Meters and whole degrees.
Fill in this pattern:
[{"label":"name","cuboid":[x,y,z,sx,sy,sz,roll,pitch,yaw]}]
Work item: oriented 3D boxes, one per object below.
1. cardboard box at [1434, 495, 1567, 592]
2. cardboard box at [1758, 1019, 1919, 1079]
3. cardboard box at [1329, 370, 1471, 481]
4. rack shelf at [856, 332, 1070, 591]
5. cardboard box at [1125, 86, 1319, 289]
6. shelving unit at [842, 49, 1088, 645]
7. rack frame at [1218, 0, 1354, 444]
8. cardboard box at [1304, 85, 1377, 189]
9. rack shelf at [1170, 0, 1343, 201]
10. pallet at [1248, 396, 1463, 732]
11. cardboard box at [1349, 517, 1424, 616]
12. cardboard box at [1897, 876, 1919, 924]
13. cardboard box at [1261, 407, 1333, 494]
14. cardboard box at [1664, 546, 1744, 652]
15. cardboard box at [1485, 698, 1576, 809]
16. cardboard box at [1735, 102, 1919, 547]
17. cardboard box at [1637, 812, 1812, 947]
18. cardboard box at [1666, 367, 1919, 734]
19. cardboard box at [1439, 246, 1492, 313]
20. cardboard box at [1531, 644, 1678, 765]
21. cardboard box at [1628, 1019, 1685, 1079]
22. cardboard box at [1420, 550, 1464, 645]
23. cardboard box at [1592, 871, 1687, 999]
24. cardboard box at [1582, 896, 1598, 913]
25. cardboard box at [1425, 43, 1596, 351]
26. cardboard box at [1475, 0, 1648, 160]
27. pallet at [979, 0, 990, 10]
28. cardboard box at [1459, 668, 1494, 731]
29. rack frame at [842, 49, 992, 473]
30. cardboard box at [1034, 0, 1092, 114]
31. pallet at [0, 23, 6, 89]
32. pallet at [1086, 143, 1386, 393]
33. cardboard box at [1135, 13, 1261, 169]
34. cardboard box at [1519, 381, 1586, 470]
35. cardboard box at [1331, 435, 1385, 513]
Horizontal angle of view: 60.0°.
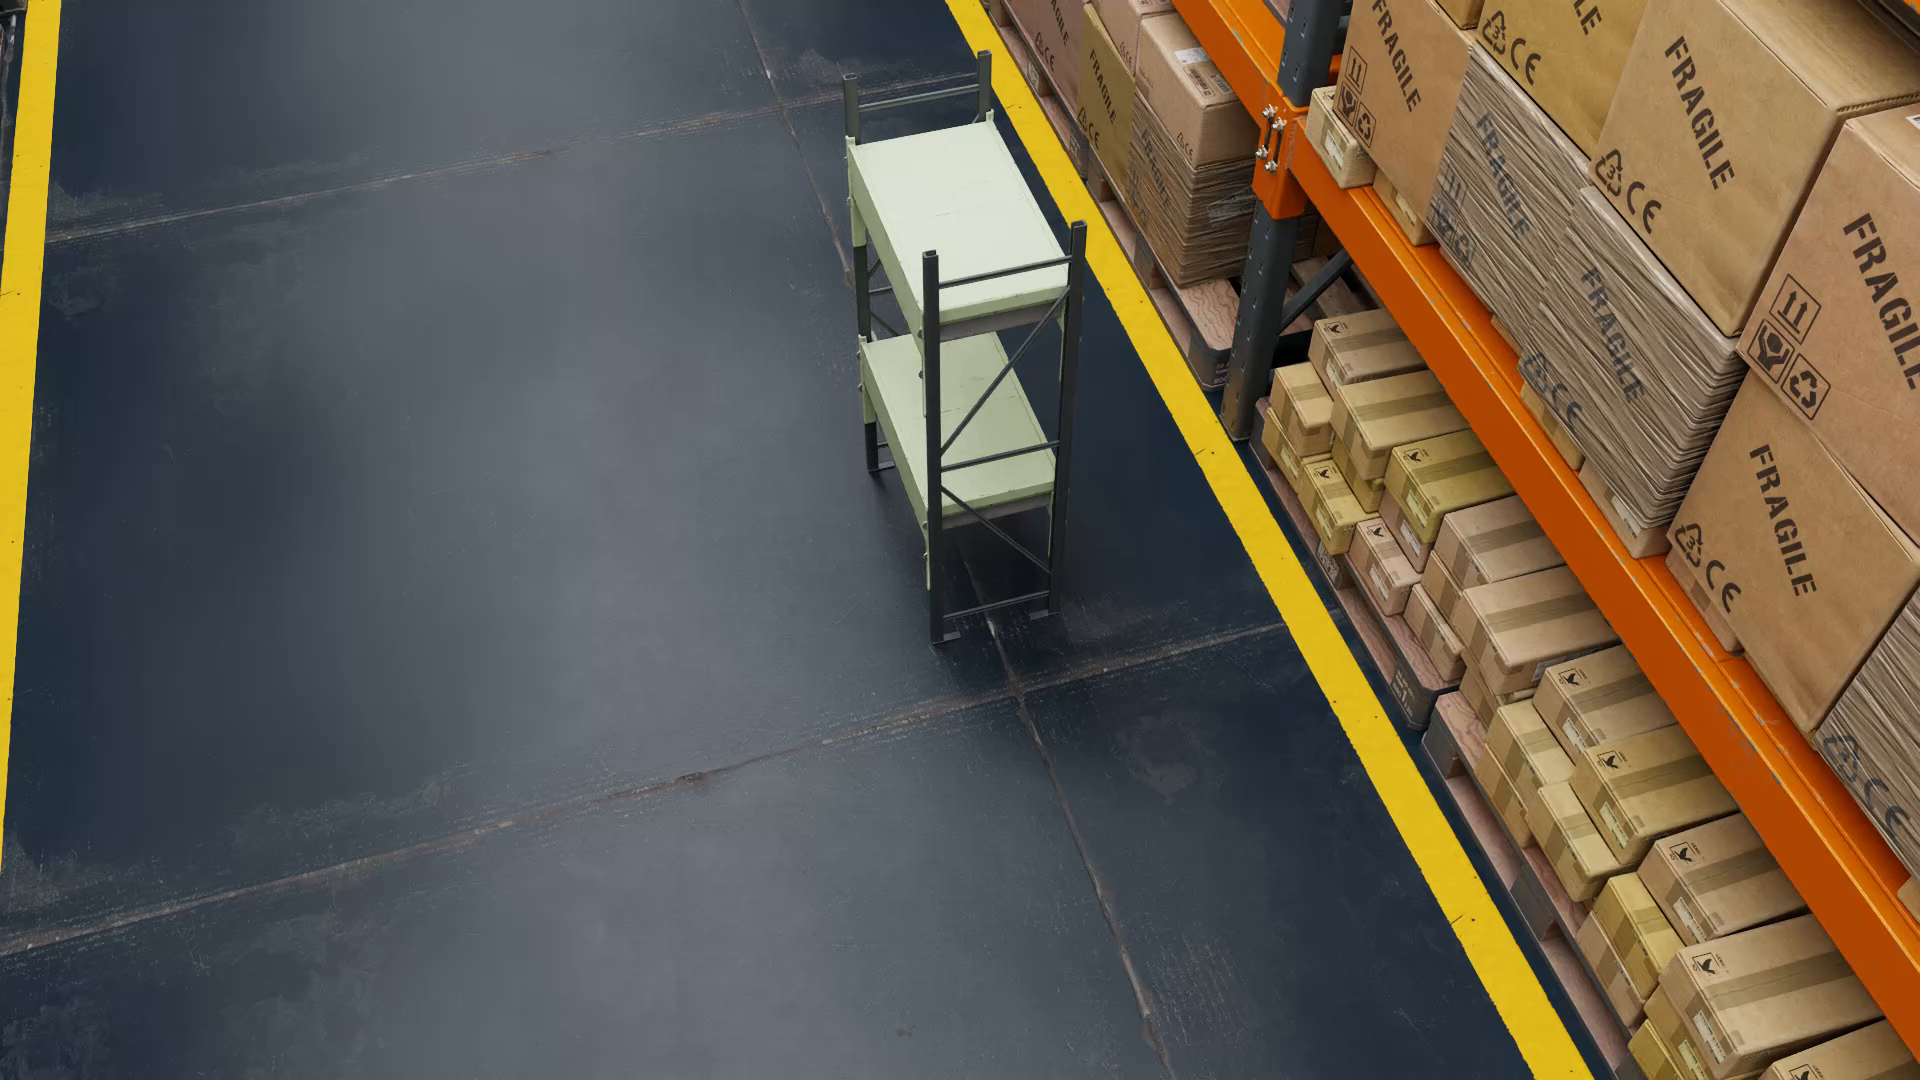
[{"label":"cardboard box","cuboid":[1.515,0.020,4.472,0.380,0.149,0.250,-15,51,-12]},{"label":"cardboard box","cuboid":[1.917,1.180,3.494,0.380,0.149,0.250,-15,52,-12]},{"label":"cardboard box","cuboid":[1.295,-0.339,4.775,0.380,0.149,0.250,-11,51,-9]},{"label":"rack shelf","cuboid":[-0.002,-0.278,4.930,0.431,0.370,0.720,-13,51,-11]},{"label":"cardboard box","cuboid":[0.906,-1.257,5.708,0.500,0.500,0.500,-14,51,-12]},{"label":"shelving unit","cuboid":[-0.002,-0.488,4.681,0.431,1.500,0.755,-13,51,-11]},{"label":"rack frame","cuboid":[1.366,-1.444,4.505,1.000,3.000,0.127,-13,51,-11]},{"label":"cardboard box","cuboid":[1.137,-1.082,4.364,0.380,0.149,0.250,-12,51,-10]},{"label":"rack shelf","cuboid":[0.774,-2.673,6.012,1.077,0.370,4.000,-13,51,-11]},{"label":"pallet","cuboid":[1.598,-0.062,5.165,1.003,0.211,1.213,-13,51,-11]},{"label":"cardboard box","cuboid":[1.368,0.043,4.842,0.380,0.149,0.250,-14,51,-11]},{"label":"cardboard box","cuboid":[1.908,0.634,2.918,0.380,0.149,0.250,-15,52,-13]},{"label":"cardboard box","cuboid":[1.167,-0.322,5.149,0.380,0.149,0.250,-15,52,-13]},{"label":"cardboard box","cuboid":[1.696,0.054,3.407,0.380,0.149,0.250,-12,51,-10]},{"label":"cardboard box","cuboid":[1.584,0.518,4.247,0.380,0.149,0.250,-14,51,-11]},{"label":"cardboard box","cuboid":[1.704,-0.384,2.698,0.500,0.500,0.500,-15,51,-12]},{"label":"cardboard box","cuboid":[1.812,0.779,3.833,0.380,0.149,0.250,-15,51,-12]},{"label":"cardboard box","cuboid":[1.726,-0.032,3.055,0.500,0.500,0.500,-11,51,-9]},{"label":"cardboard box","cuboid":[1.413,-0.727,4.065,0.380,0.149,0.250,-15,52,-13]},{"label":"cardboard box","cuboid":[1.672,0.405,4.148,0.380,0.149,0.250,-15,52,-12]},{"label":"cardboard box","cuboid":[1.804,1.197,3.869,0.380,0.149,0.250,-15,52,-13]},{"label":"cardboard box","cuboid":[1.511,0.113,4.588,0.380,0.149,0.250,-16,52,-13]},{"label":"cardboard box","cuboid":[1.741,0.899,3.926,0.380,0.149,0.250,-11,51,-9]},{"label":"cardboard box","cuboid":[1.740,0.791,4.211,0.380,0.149,0.250,-12,51,-10]},{"label":"cardboard box","cuboid":[1.425,-0.793,3.697,0.500,0.500,0.500,-13,51,-11]},{"label":"cardboard box","cuboid":[1.434,-1.134,3.330,0.500,0.500,0.500,-15,51,-12]},{"label":"pallet","cuboid":[0.413,-2.895,7.553,1.003,0.211,1.213,-13,51,-11]},{"label":"cardboard box","cuboid":[1.604,0.405,4.536,0.380,0.149,0.250,-15,52,-13]},{"label":"rack frame","cuboid":[-0.110,-0.756,4.906,0.400,1.500,0.023,-13,51,-11]},{"label":"cardboard box","cuboid":[0.607,-2.007,6.341,0.500,0.500,0.500,-14,51,-12]},{"label":"pallet","cuboid":[-4.355,-1.681,6.529,1.003,0.211,1.213,-13,51,-11]},{"label":"pallet","cuboid":[1.134,-1.113,6.050,1.003,0.211,1.213,-13,51,-11]},{"label":"cardboard box","cuboid":[0.904,-1.502,5.424,0.500,0.250,0.500,-15,51,-12]},{"label":"cardboard box","cuboid":[1.500,-0.328,3.729,0.380,0.149,0.250,-12,51,-10]},{"label":"cardboard box","cuboid":[1.328,-0.254,4.898,0.380,0.149,0.250,-13,51,-11]}]
